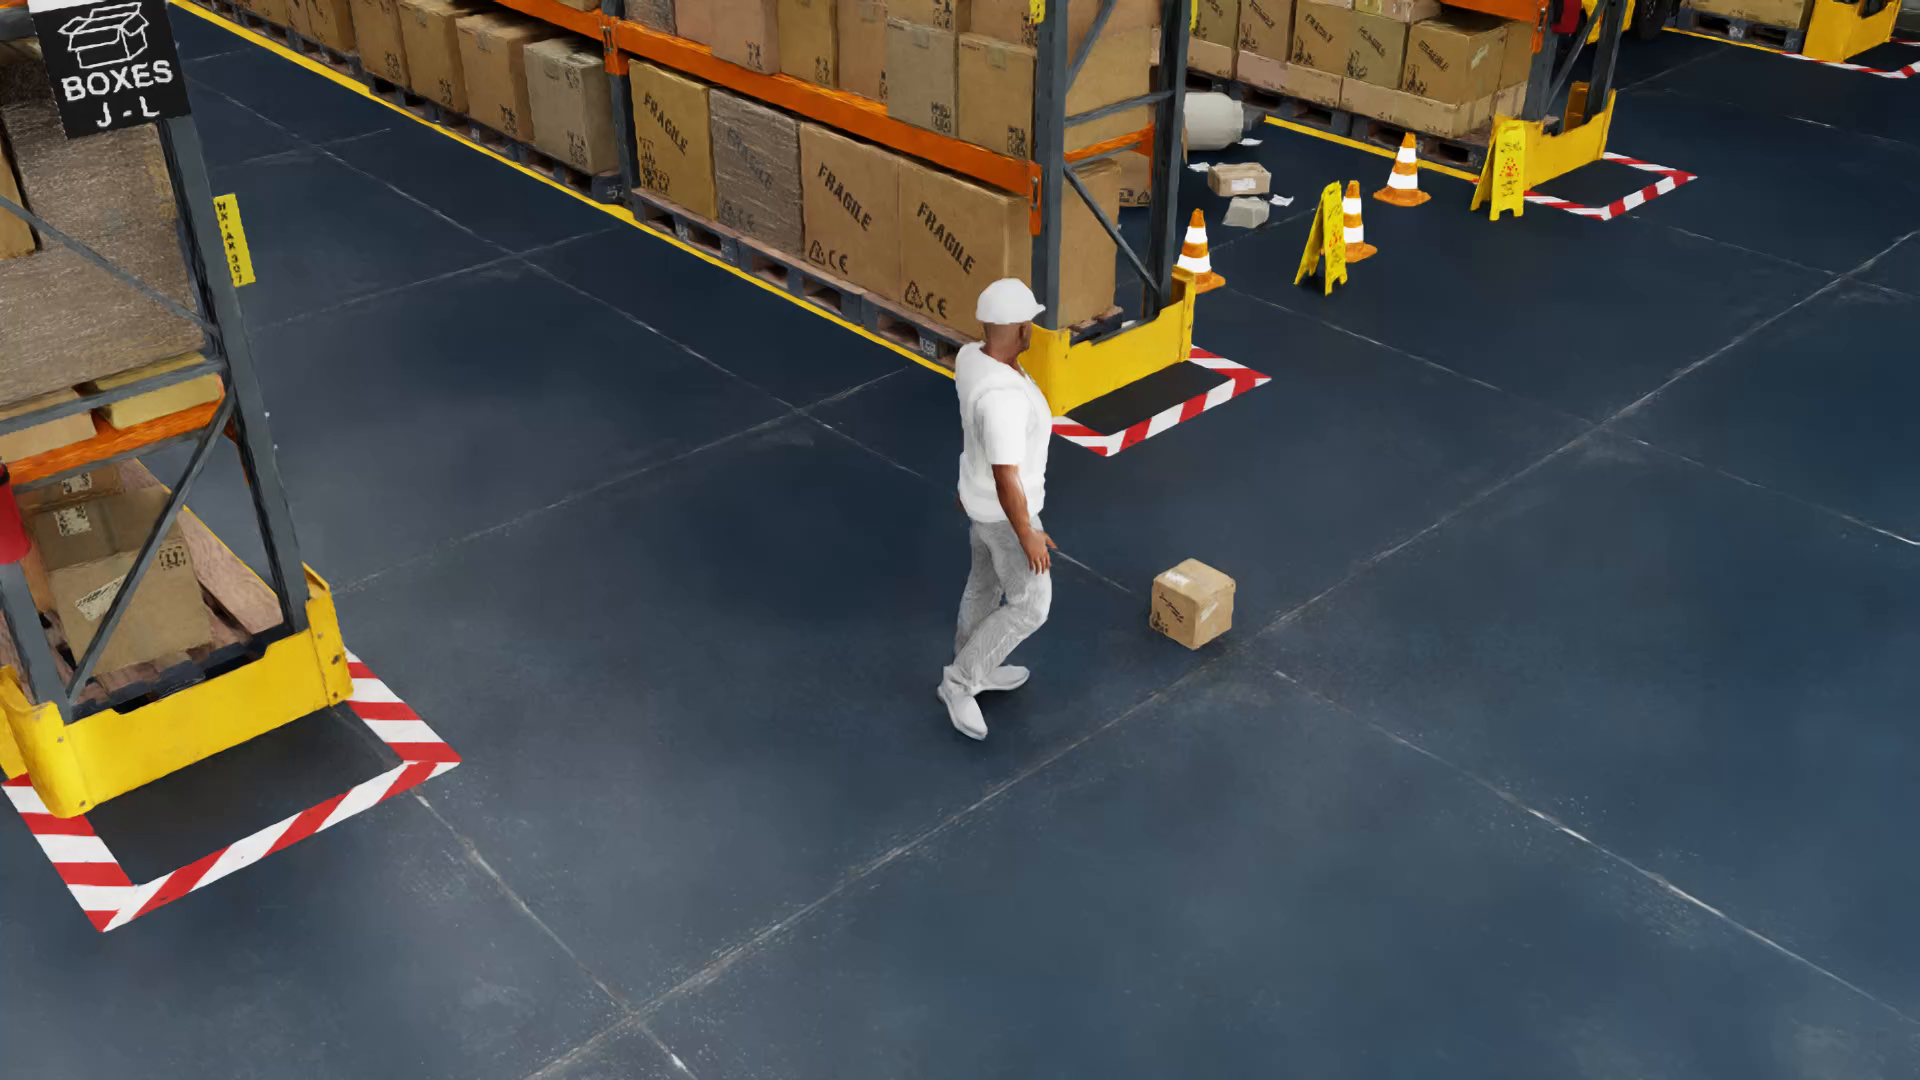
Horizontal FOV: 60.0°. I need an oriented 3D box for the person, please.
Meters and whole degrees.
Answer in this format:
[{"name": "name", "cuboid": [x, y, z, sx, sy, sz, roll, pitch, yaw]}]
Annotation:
[{"name": "person", "cuboid": [0.113, -0.116, 6.271, 0.451, 1.756, 0.729, -4, 32, -6]}]
